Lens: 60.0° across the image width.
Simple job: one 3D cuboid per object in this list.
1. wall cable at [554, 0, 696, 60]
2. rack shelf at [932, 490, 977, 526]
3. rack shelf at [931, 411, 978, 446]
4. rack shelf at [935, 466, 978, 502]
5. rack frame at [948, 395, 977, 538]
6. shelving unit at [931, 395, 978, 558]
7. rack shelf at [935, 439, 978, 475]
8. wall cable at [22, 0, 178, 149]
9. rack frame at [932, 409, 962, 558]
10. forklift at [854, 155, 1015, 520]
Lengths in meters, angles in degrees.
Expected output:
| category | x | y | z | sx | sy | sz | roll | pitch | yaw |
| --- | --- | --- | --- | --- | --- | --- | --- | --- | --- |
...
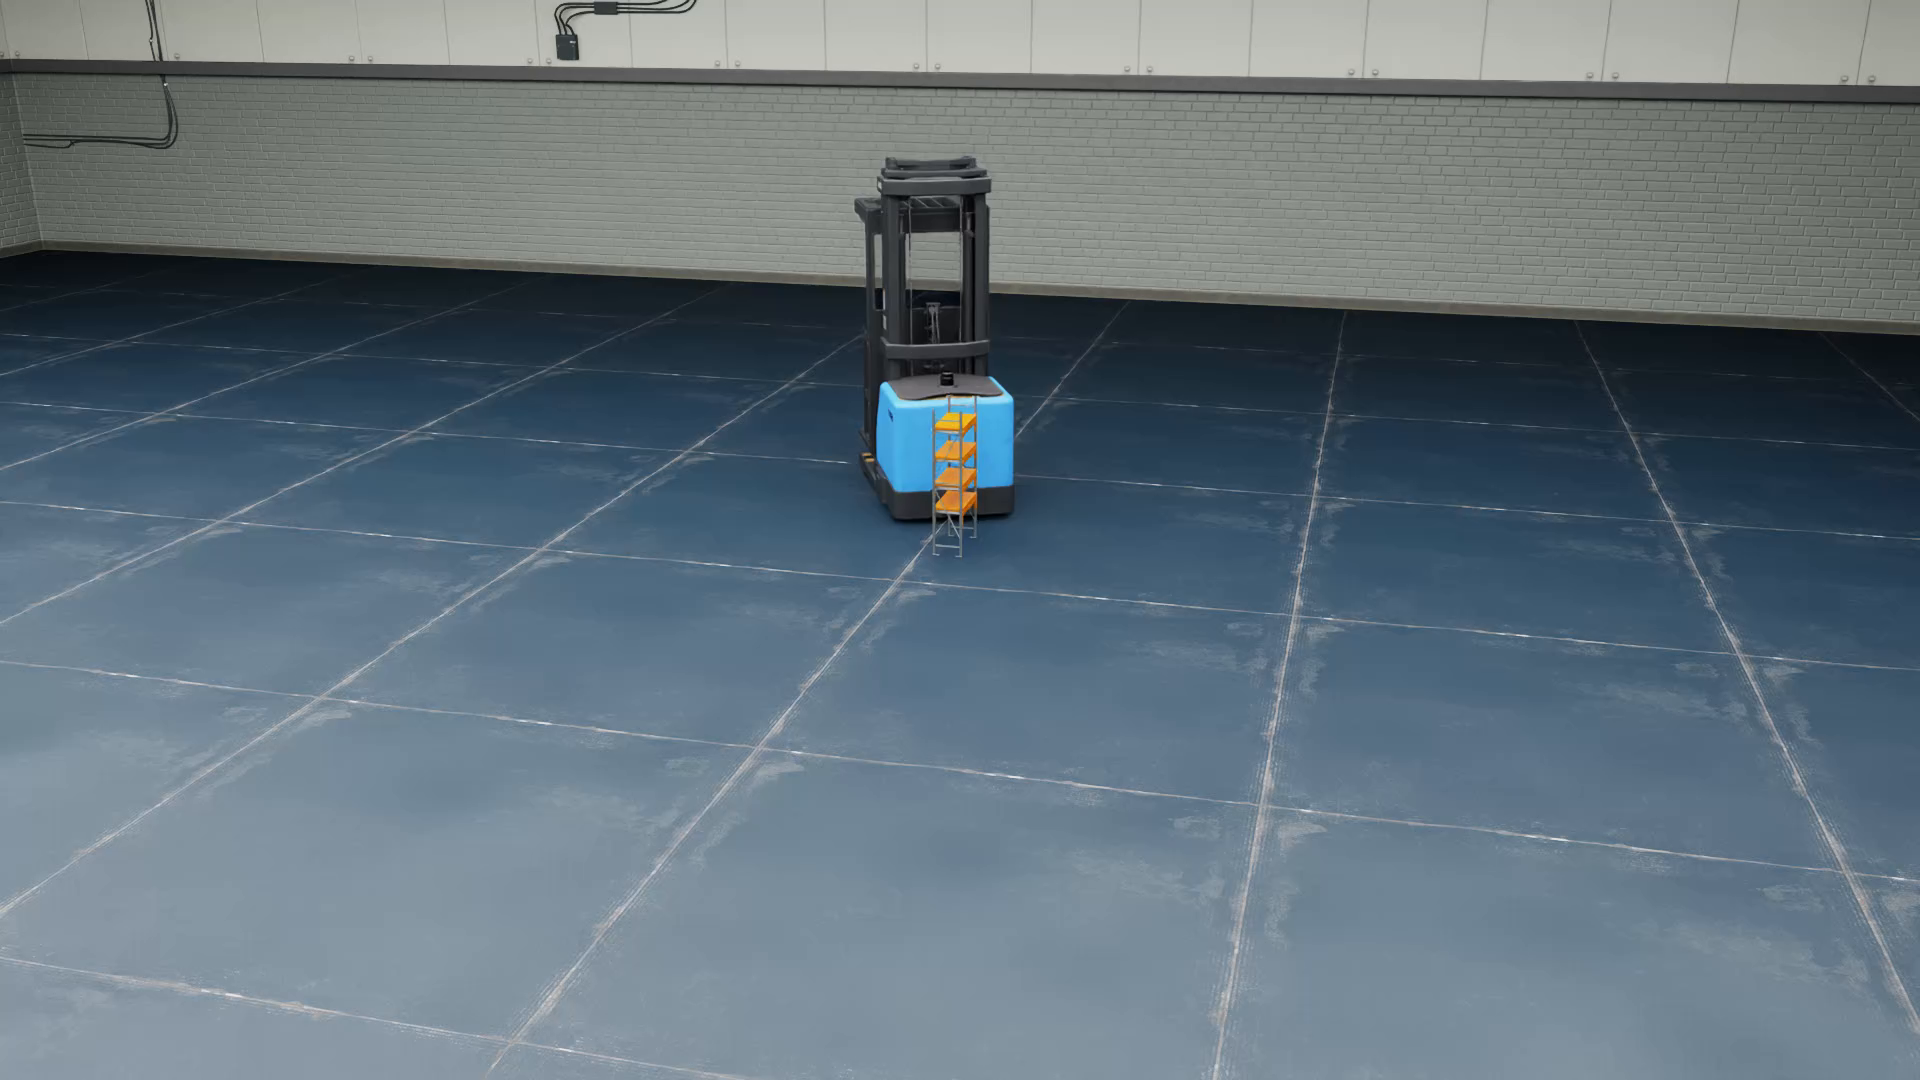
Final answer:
| category | x | y | z | sx | sy | sz | roll | pitch | yaw |
| --- | --- | --- | --- | --- | --- | --- | --- | --- | --- |
| wall cable | -4.846 | -9.887 | 23.451 | 2.305 | 6.003 | 0.169 | 5 | 19 | 13 |
| rack shelf | -0.040 | -0.264 | 13.428 | 0.258 | 0.148 | 0.480 | 5 | 19 | 13 |
| rack shelf | -0.040 | -0.888 | 13.215 | 0.258 | 0.148 | 0.480 | 5 | 19 | 13 |
| rack shelf | -0.040 | -0.452 | 13.363 | 0.258 | 0.148 | 0.480 | 5 | 19 | 13 |
| rack frame | 0.019 | -0.592 | 13.566 | 0.240 | 1.200 | 0.015 | 5 | 19 | 13 |
| shelving unit | -0.040 | -0.516 | 13.342 | 0.258 | 1.200 | 0.503 | 5 | 19 | 13 |
| rack shelf | -0.040 | -0.664 | 13.291 | 0.258 | 0.148 | 0.480 | 5 | 19 | 13 |
| wall cable | -14.048 | -7.563 | 26.712 | 3.097 | 2.526 | 0.112 | 5 | 19 | 13 |
| rack frame | -0.100 | -0.439 | 13.118 | 0.240 | 1.200 | 0.015 | 5 | 19 | 13 |
| forklift | -0.333 | -1.996 | 14.998 | 1.130 | 2.935 | 3.031 | -4 | 19 | -11 |
